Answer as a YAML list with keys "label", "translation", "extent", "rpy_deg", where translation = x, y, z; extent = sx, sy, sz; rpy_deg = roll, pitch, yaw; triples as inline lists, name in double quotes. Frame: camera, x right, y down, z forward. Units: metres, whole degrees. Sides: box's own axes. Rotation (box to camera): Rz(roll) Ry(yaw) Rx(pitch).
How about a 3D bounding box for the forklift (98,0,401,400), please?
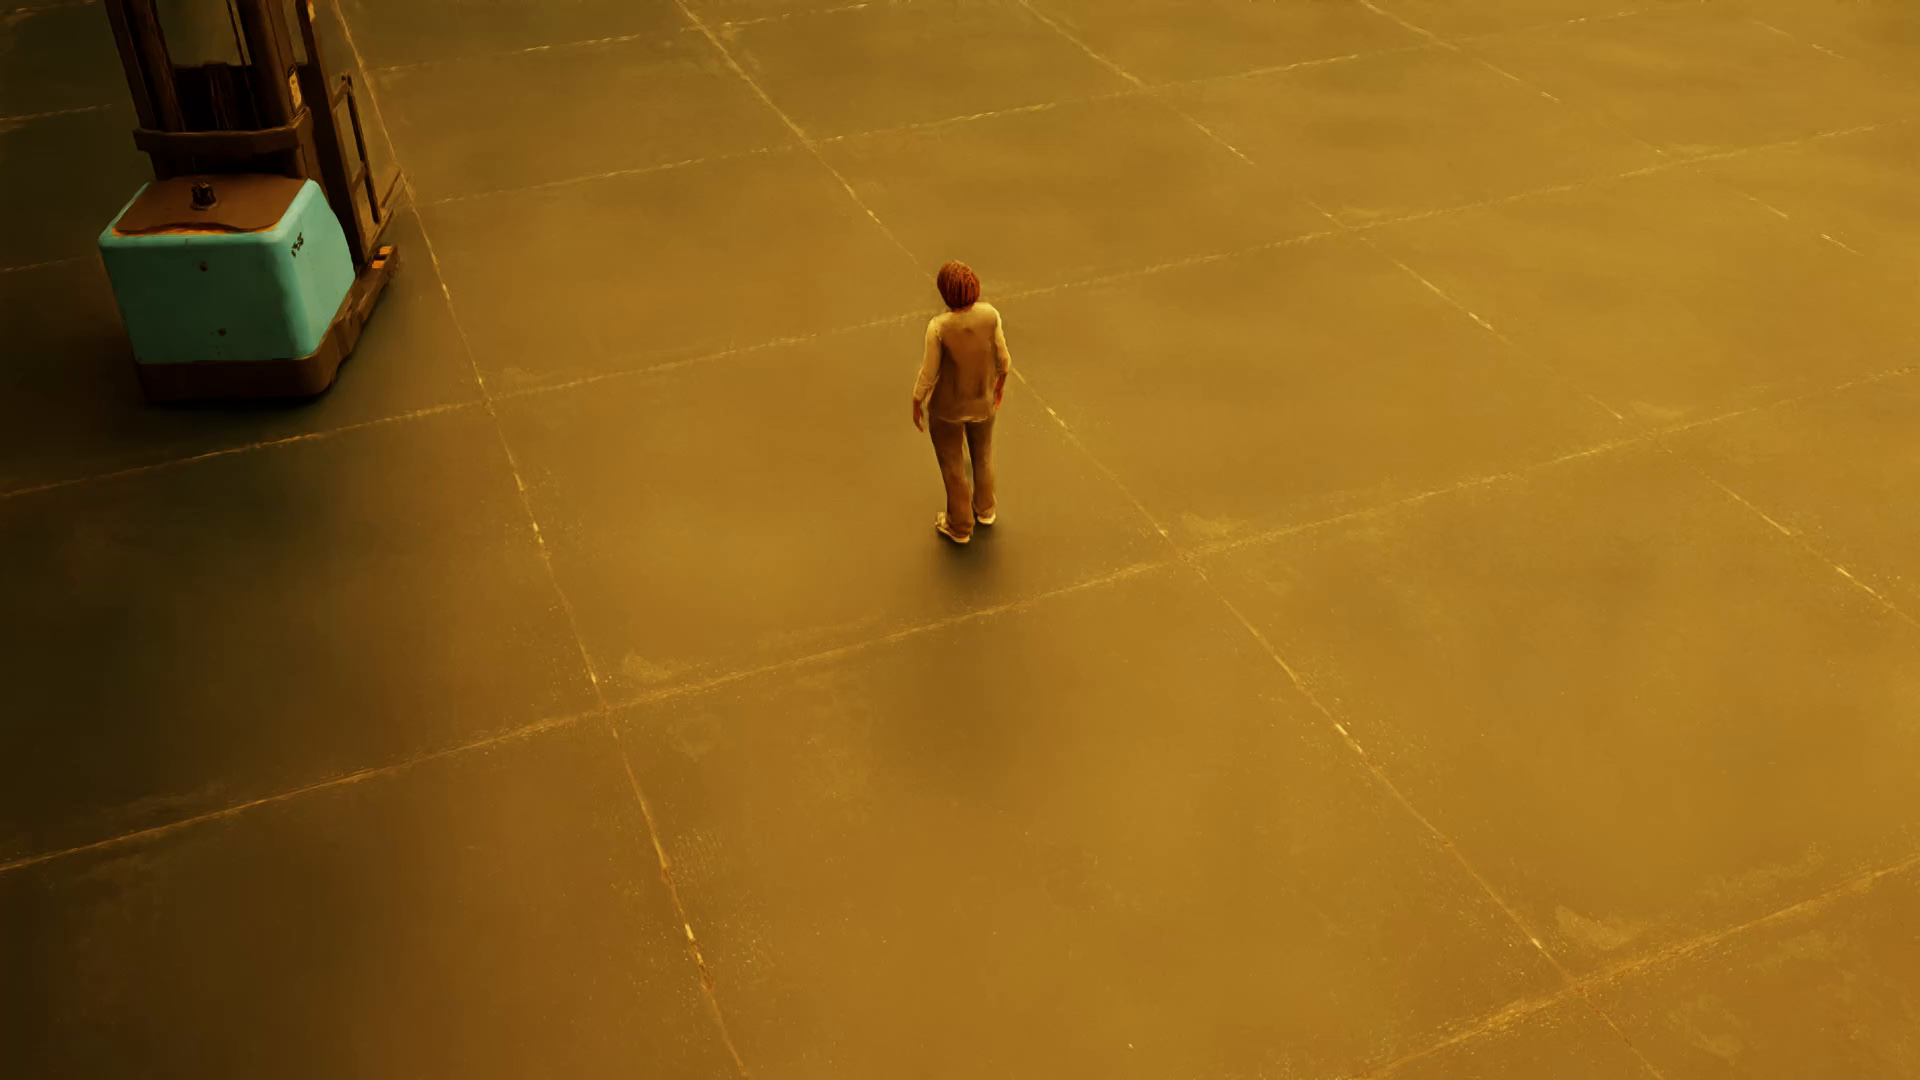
- label: "forklift"
  translation: [-4.318, -2.836, 10.087]
  extent: [1.130, 2.935, 3.031]
  rpy_deg: [-2, 35, -2]

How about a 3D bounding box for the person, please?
- label: "person"
  translation: [-0.016, -0.699, 8.221]
  extent: [0.521, 1.597, 0.474]
  rpy_deg: [-14, 38, -19]
